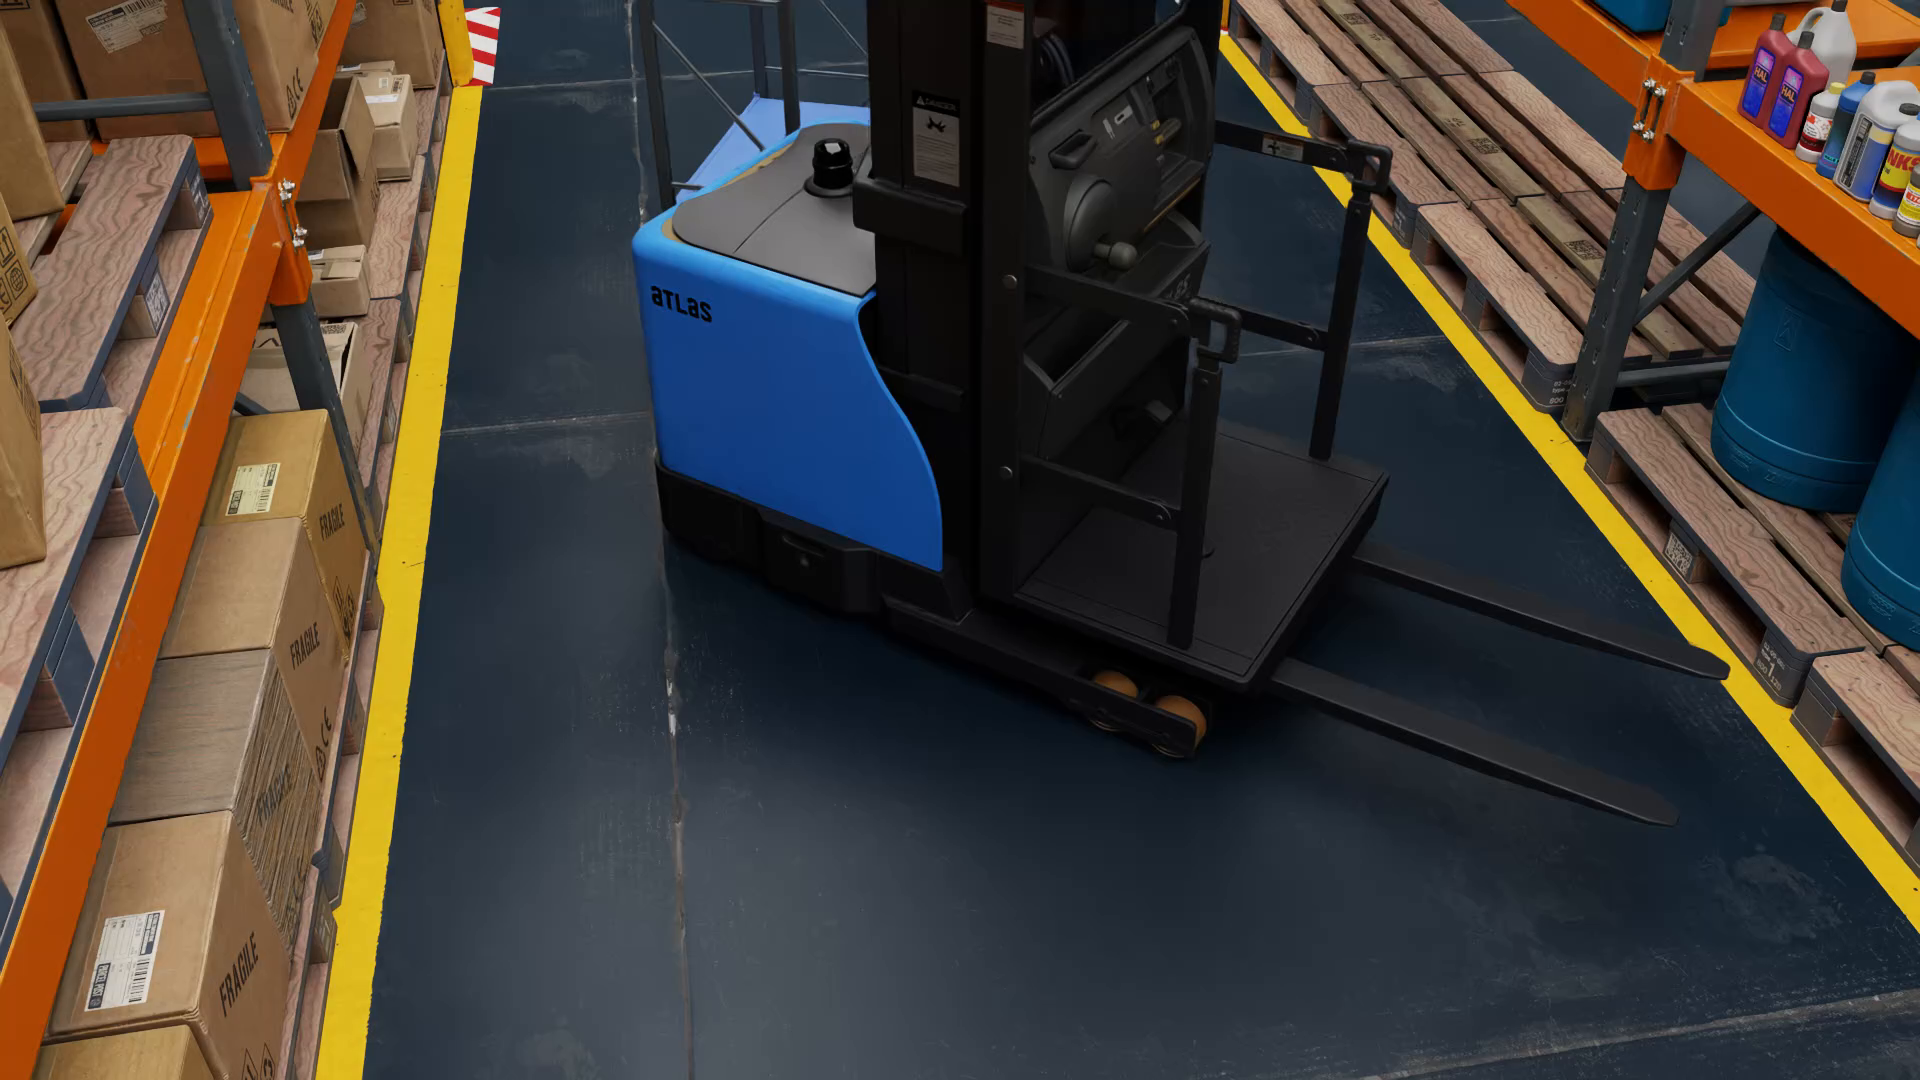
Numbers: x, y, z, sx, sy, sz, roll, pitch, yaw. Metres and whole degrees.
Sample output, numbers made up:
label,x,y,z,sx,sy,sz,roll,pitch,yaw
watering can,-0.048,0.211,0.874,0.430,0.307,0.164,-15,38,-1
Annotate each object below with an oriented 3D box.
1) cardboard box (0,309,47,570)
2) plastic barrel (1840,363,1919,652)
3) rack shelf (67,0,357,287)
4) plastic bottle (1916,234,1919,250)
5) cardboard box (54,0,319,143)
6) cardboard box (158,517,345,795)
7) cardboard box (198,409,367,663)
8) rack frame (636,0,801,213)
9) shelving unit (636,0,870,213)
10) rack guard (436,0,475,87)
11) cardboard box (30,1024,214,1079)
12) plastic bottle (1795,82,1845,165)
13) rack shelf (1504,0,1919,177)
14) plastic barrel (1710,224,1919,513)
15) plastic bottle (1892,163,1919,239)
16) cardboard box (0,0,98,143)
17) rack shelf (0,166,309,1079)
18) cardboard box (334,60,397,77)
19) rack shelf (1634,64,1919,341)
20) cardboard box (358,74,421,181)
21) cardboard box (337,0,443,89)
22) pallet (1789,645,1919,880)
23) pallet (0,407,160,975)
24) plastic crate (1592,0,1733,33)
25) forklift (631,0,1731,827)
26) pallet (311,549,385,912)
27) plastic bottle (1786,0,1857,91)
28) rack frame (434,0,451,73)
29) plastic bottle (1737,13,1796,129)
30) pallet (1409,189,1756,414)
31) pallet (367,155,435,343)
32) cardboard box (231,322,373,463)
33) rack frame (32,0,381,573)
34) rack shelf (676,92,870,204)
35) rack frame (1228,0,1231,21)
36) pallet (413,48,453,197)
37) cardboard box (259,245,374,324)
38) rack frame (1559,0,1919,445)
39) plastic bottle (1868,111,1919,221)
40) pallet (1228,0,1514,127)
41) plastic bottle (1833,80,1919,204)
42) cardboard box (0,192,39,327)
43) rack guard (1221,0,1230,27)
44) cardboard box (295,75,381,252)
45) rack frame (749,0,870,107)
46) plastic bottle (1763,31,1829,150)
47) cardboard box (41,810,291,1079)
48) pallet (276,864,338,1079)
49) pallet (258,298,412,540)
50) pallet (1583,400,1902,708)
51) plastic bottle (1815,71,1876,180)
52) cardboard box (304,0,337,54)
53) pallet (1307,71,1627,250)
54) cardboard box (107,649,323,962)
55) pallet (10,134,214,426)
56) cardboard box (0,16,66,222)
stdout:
label,x,y,z,sx,sy,sz,roll,pitch,yaw
cardboard box,-1.928,-0.213,2.655,0.700,0.500,0.500,-16,41,-19
plastic barrel,2.782,-0.178,4.402,0.600,0.901,0.708,-6,38,-8
rack shelf,-2.649,-1.992,5.955,1.077,0.370,4.000,-6,38,-8
plastic bottle,2.377,-0.788,3.981,0.097,0.201,0.097,0,38,0
cardboard box,-2.119,-1.445,4.583,0.500,0.500,0.500,-5,38,-7
cardboard box,-1.851,0.312,4.082,0.500,0.500,0.500,-6,38,-8
cardboard box,-1.929,0.013,4.468,0.500,0.500,0.500,-6,38,-8
rack frame,-0.757,-1.153,5.512,0.500,1.500,0.032,8,39,10
shelving unit,-0.647,-1.458,5.904,0.538,1.500,1.048,8,39,10
rack guard,-2.986,-2.451,7.997,1.175,0.500,0.348,-6,38,-8
cardboard box,-1.576,1.237,2.892,0.500,0.500,0.500,-7,38,-9
plastic bottle,2.285,-1.104,4.389,0.097,0.201,0.097,0,38,0
rack shelf,2.229,-2.522,6.638,1.077,0.370,4.000,-6,38,-8
plastic barrel,2.658,-0.605,4.952,0.600,0.901,0.708,-6,38,-8
plastic bottle,2.360,-0.847,4.057,0.097,0.201,0.097,0,38,0
cardboard box,-2.638,-1.382,4.502,0.500,0.500,0.500,-6,38,-7
rack shelf,-1.947,0.424,2.846,1.077,0.370,4.000,-6,38,-8
cardboard box,-2.679,-1.983,7.308,0.380,0.166,0.250,-6,38,-8
rack shelf,2.930,-0.106,3.528,1.077,0.370,4.000,-6,38,-8
cardboard box,-2.525,-1.693,6.867,0.500,0.250,0.500,-6,38,-8
cardboard box,-2.662,-2.369,7.533,0.500,0.500,0.500,-6,38,-8
pallet,2.891,0.712,4.162,1.003,0.211,1.213,-6,38,-8
pallet,-1.942,0.250,2.640,1.003,0.211,1.213,-6,38,-8
plastic crate,2.162,-1.861,5.165,0.392,0.384,0.575,-6,38,-8
forklift,0.595,-0.946,4.079,3.031,2.935,1.130,20,42,24
pallet,-2.118,0.520,4.408,1.003,0.211,1.213,-6,38,-8
plastic bottle,2.329,-1.307,4.528,0.144,0.351,0.185,-6,38,-8
rack frame,-2.999,-3.484,7.290,1.000,3.000,0.127,-6,38,-8
plastic bottle,2.223,-1.285,4.554,0.061,0.283,0.133,-6,38,-8
pallet,2.412,-0.937,6.284,1.003,0.211,1.213,-6,38,-8
pallet,-2.635,-1.120,6.520,1.003,0.211,1.213,-6,38,-8
cardboard box,-2.159,-0.457,5.226,0.500,0.311,0.500,-6,38,-8
rack frame,-2.298,-1.068,4.180,1.000,3.000,0.127,-6,38,-8
rack shelf,-0.647,-1.316,6.015,0.538,0.185,1.000,8,39,10
rack frame,1.878,-4.015,7.973,1.000,3.000,0.127,-6,38,-8
pallet,-2.845,-1.855,7.466,1.003,0.211,1.213,-6,38,-8
cardboard box,-2.320,-0.921,5.941,0.380,0.166,0.250,-6,38,-8
rack frame,2.579,-1.599,4.863,1.000,3.000,0.127,-6,38,-8
plastic bottle,2.343,-0.933,4.111,0.097,0.271,0.097,0,38,0
pallet,1.984,-2.411,8.181,1.003,0.211,1.213,-6,38,-8
plastic bottle,2.349,-1.008,4.204,0.152,0.276,0.135,-6,38,-8
cardboard box,-2.252,-0.555,3.095,0.700,0.500,0.500,-1,38,-1
rack guard,1.861,-3.041,8.756,1.175,0.500,0.348,-6,38,-8
cardboard box,-2.633,-1.390,6.271,0.797,0.503,0.637,-6,38,-8
rack frame,-0.537,-1.763,6.296,0.500,1.500,0.032,8,39,10
plastic bottle,2.247,-1.205,4.451,0.061,0.283,0.133,-6,38,-8
cardboard box,-1.672,0.922,3.297,0.500,0.500,0.500,-7,38,-9
pallet,-1.901,1.259,3.458,1.003,0.211,1.213,-6,38,-8
pallet,-2.418,-0.382,5.569,1.003,0.211,1.213,-6,38,-8
pallet,2.673,-0.027,5.112,1.003,0.211,1.213,-6,38,-8
plastic bottle,2.302,-1.073,4.291,0.097,0.271,0.097,0,38,0
cardboard box,-2.212,-1.754,4.981,0.500,0.500,0.500,-6,38,-7
pallet,2.195,-1.676,7.235,1.003,0.211,1.213,-6,38,-8
cardboard box,-1.764,0.615,3.692,0.500,0.500,0.500,-6,38,-7
pallet,-2.265,-0.498,3.602,1.003,0.211,1.213,-6,38,-8
cardboard box,-2.435,-0.963,3.621,0.700,0.500,0.500,-19,42,-23
